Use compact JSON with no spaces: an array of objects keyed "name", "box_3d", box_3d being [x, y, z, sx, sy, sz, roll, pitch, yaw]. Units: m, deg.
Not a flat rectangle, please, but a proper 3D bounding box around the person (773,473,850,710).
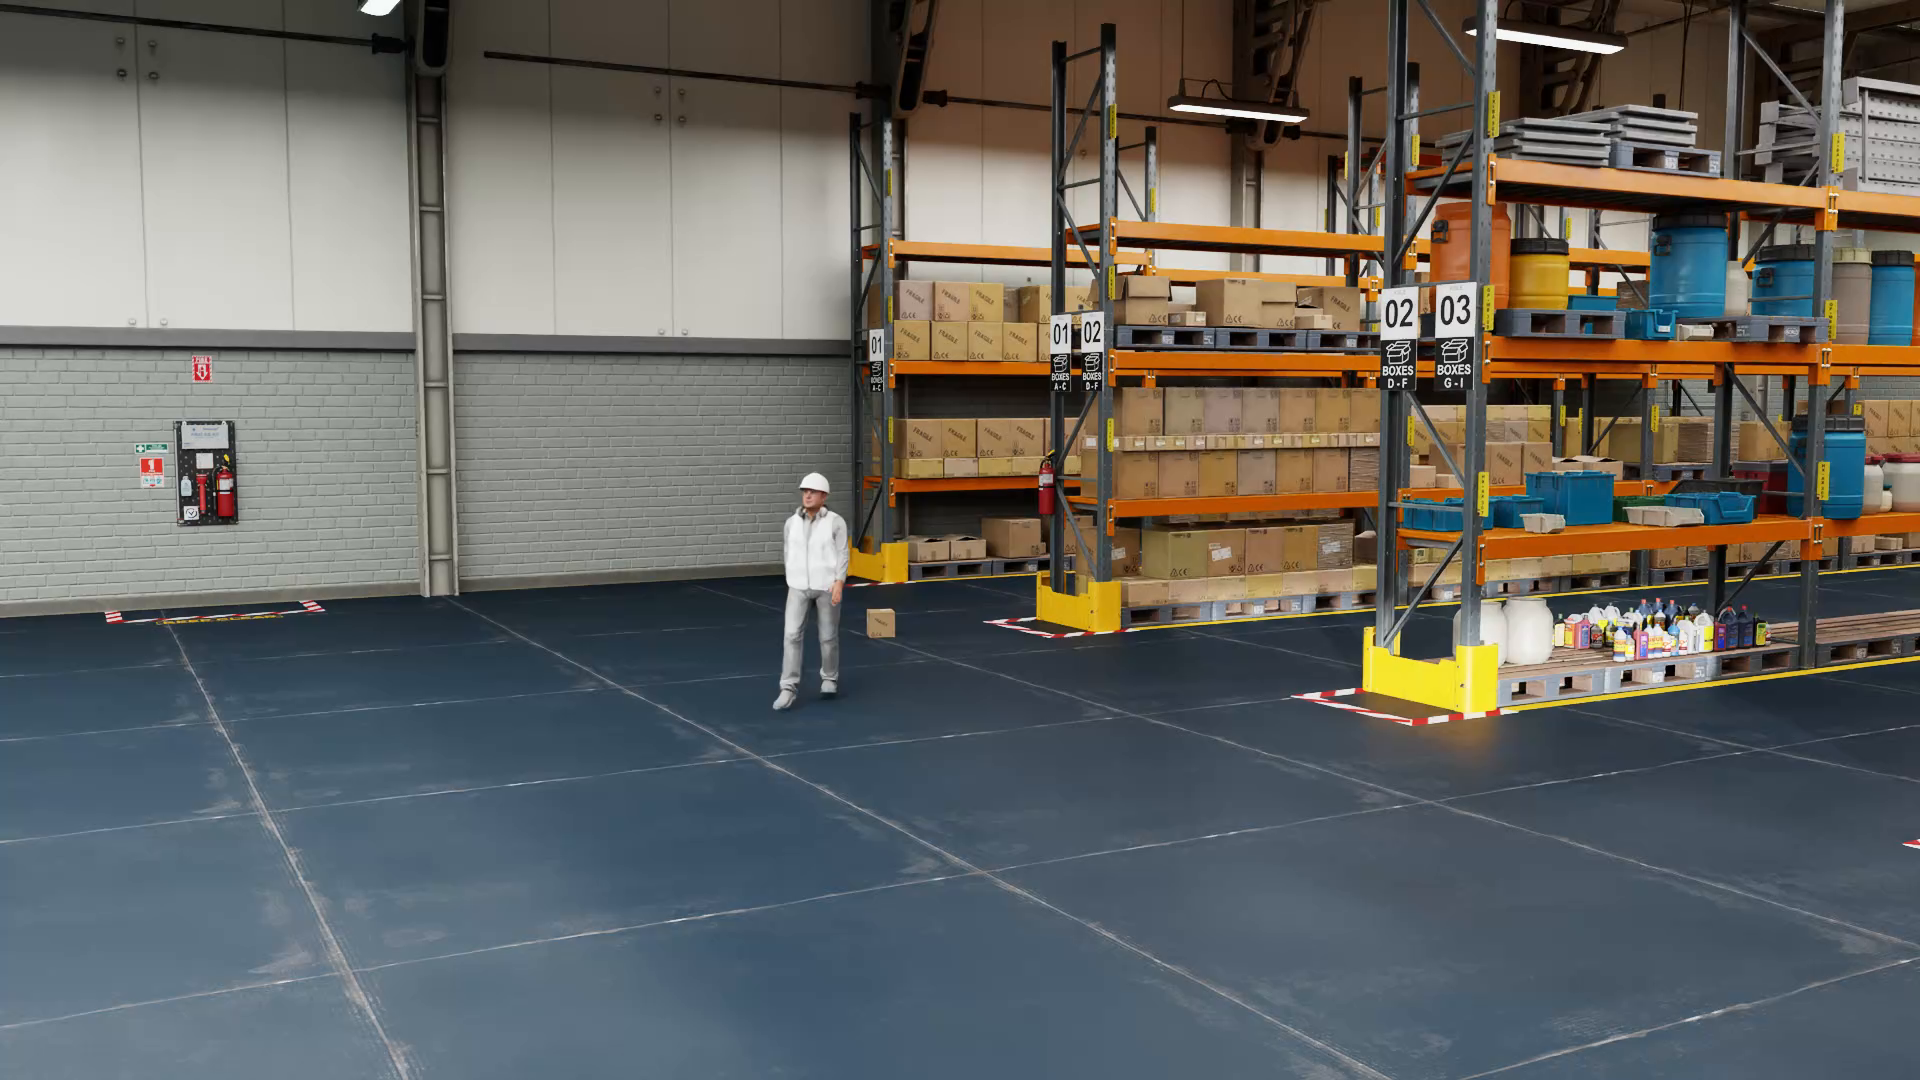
[{"name":"person","box_3d":[-1.130,0.365,12.739,0.559,1.744,0.913,1,5,11]}]
